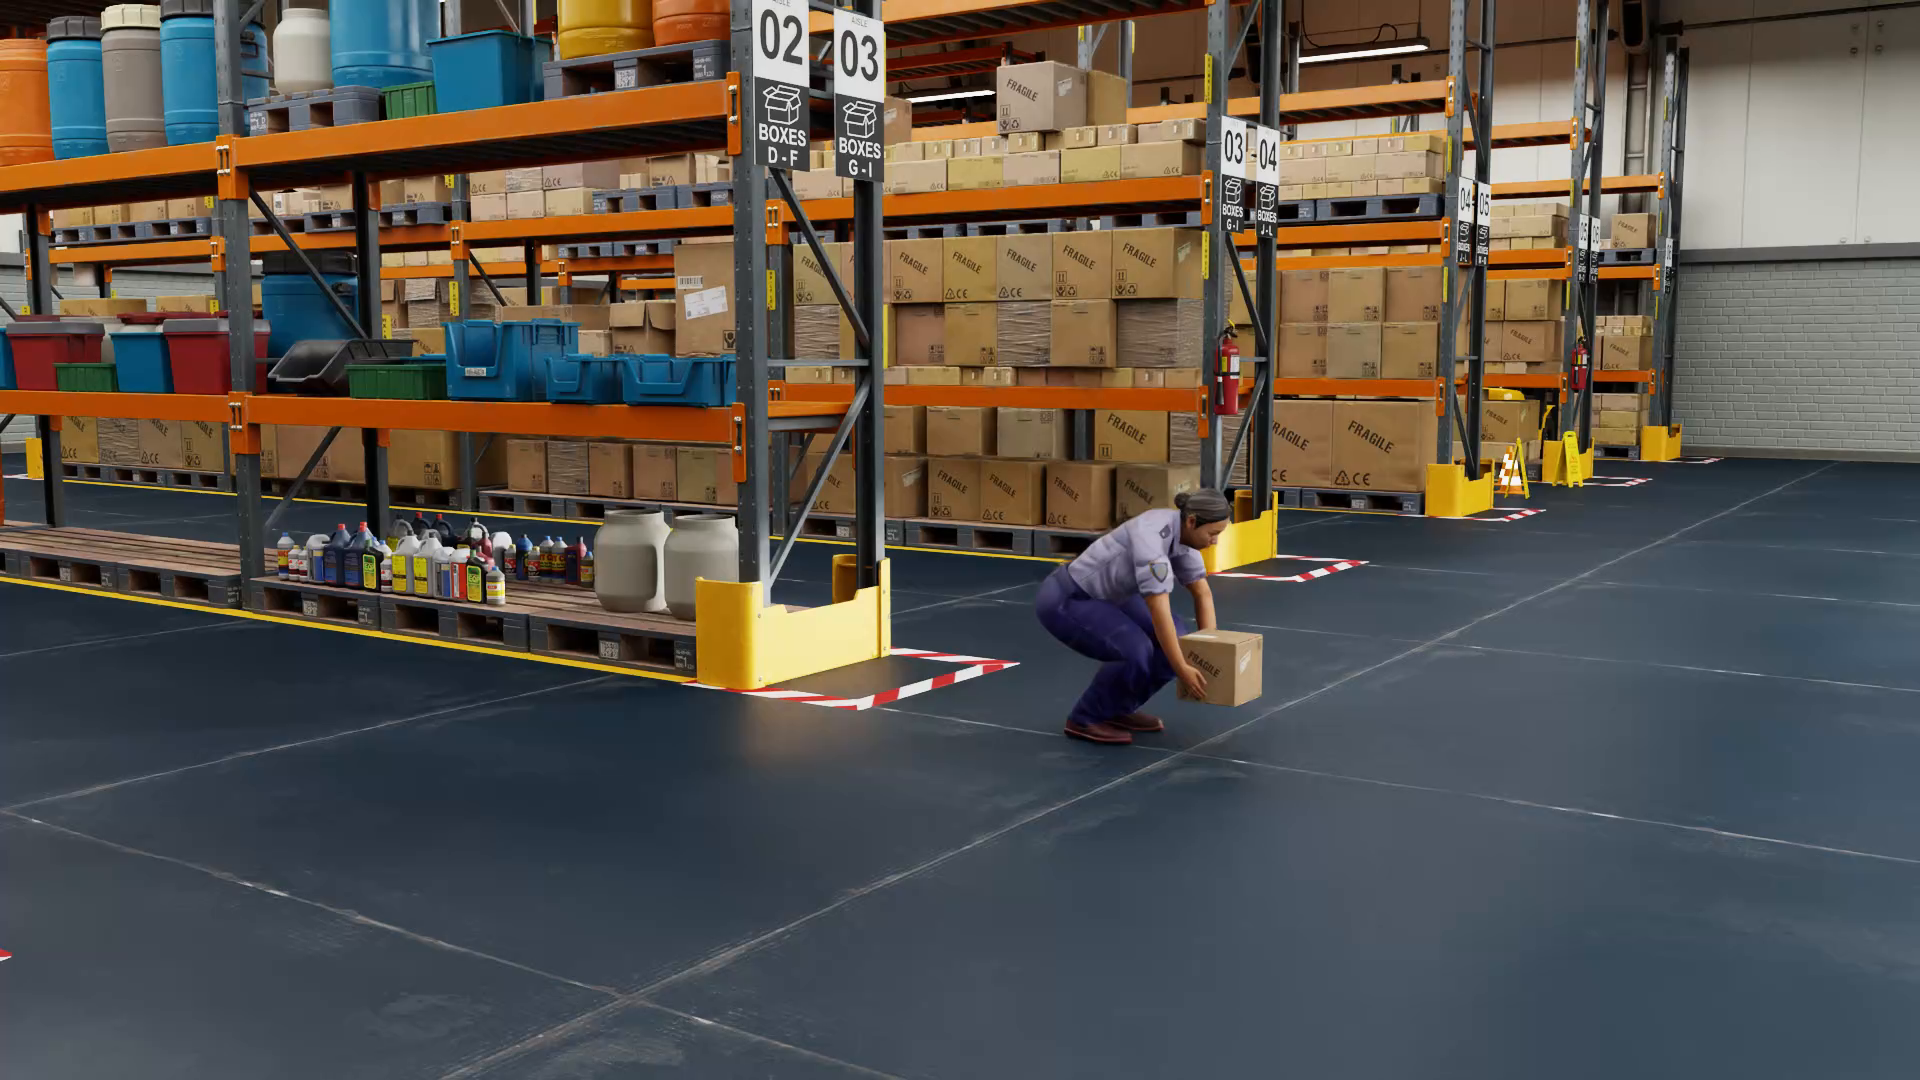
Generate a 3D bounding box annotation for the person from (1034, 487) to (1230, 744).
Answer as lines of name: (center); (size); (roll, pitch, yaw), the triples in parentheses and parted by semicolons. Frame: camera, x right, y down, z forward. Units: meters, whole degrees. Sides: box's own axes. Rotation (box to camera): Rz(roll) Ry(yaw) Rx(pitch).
person: (0.717, 0.292, 6.763); (0.792, 1.033, 0.530); (4, 8, 33)
